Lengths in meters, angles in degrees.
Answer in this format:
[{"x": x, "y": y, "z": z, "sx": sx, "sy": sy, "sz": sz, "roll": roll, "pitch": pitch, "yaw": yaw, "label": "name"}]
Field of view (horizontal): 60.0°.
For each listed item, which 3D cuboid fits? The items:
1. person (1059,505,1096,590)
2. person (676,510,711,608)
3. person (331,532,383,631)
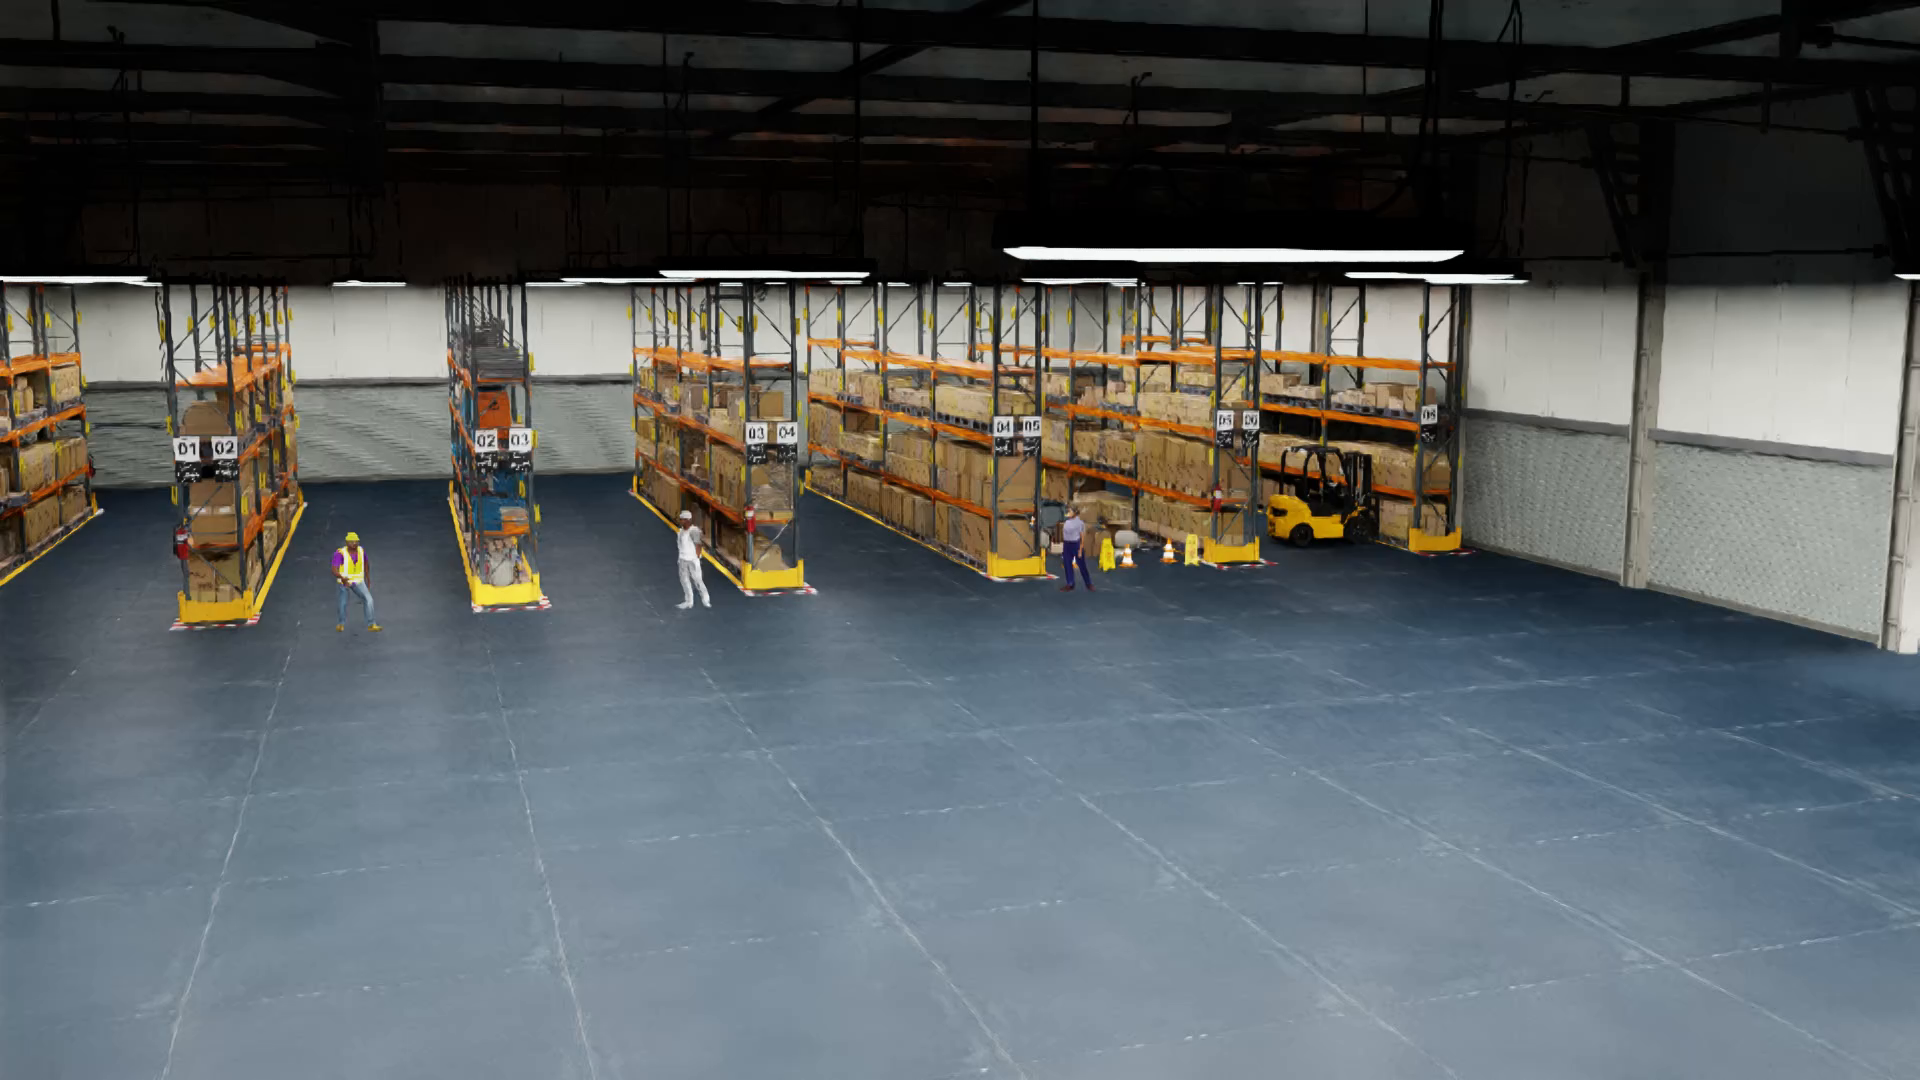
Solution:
[{"x": 2.263, "y": 0.154, "z": 31.736, "sx": 0.686, "sy": 1.633, "sz": 0.475, "roll": 8, "pitch": 12, "yaw": 43, "label": "person"}, {"x": -4.841, "y": 0.336, "z": 30.041, "sx": 0.541, "sy": 1.780, "sz": 0.654, "roll": -8, "pitch": 12, "yaw": -44, "label": "person"}, {"x": -10.158, "y": 0.696, "z": 27.788, "sx": 0.709, "sy": 1.701, "sz": 0.797, "roll": -7, "pitch": 11, "yaw": -37, "label": "person"}]
